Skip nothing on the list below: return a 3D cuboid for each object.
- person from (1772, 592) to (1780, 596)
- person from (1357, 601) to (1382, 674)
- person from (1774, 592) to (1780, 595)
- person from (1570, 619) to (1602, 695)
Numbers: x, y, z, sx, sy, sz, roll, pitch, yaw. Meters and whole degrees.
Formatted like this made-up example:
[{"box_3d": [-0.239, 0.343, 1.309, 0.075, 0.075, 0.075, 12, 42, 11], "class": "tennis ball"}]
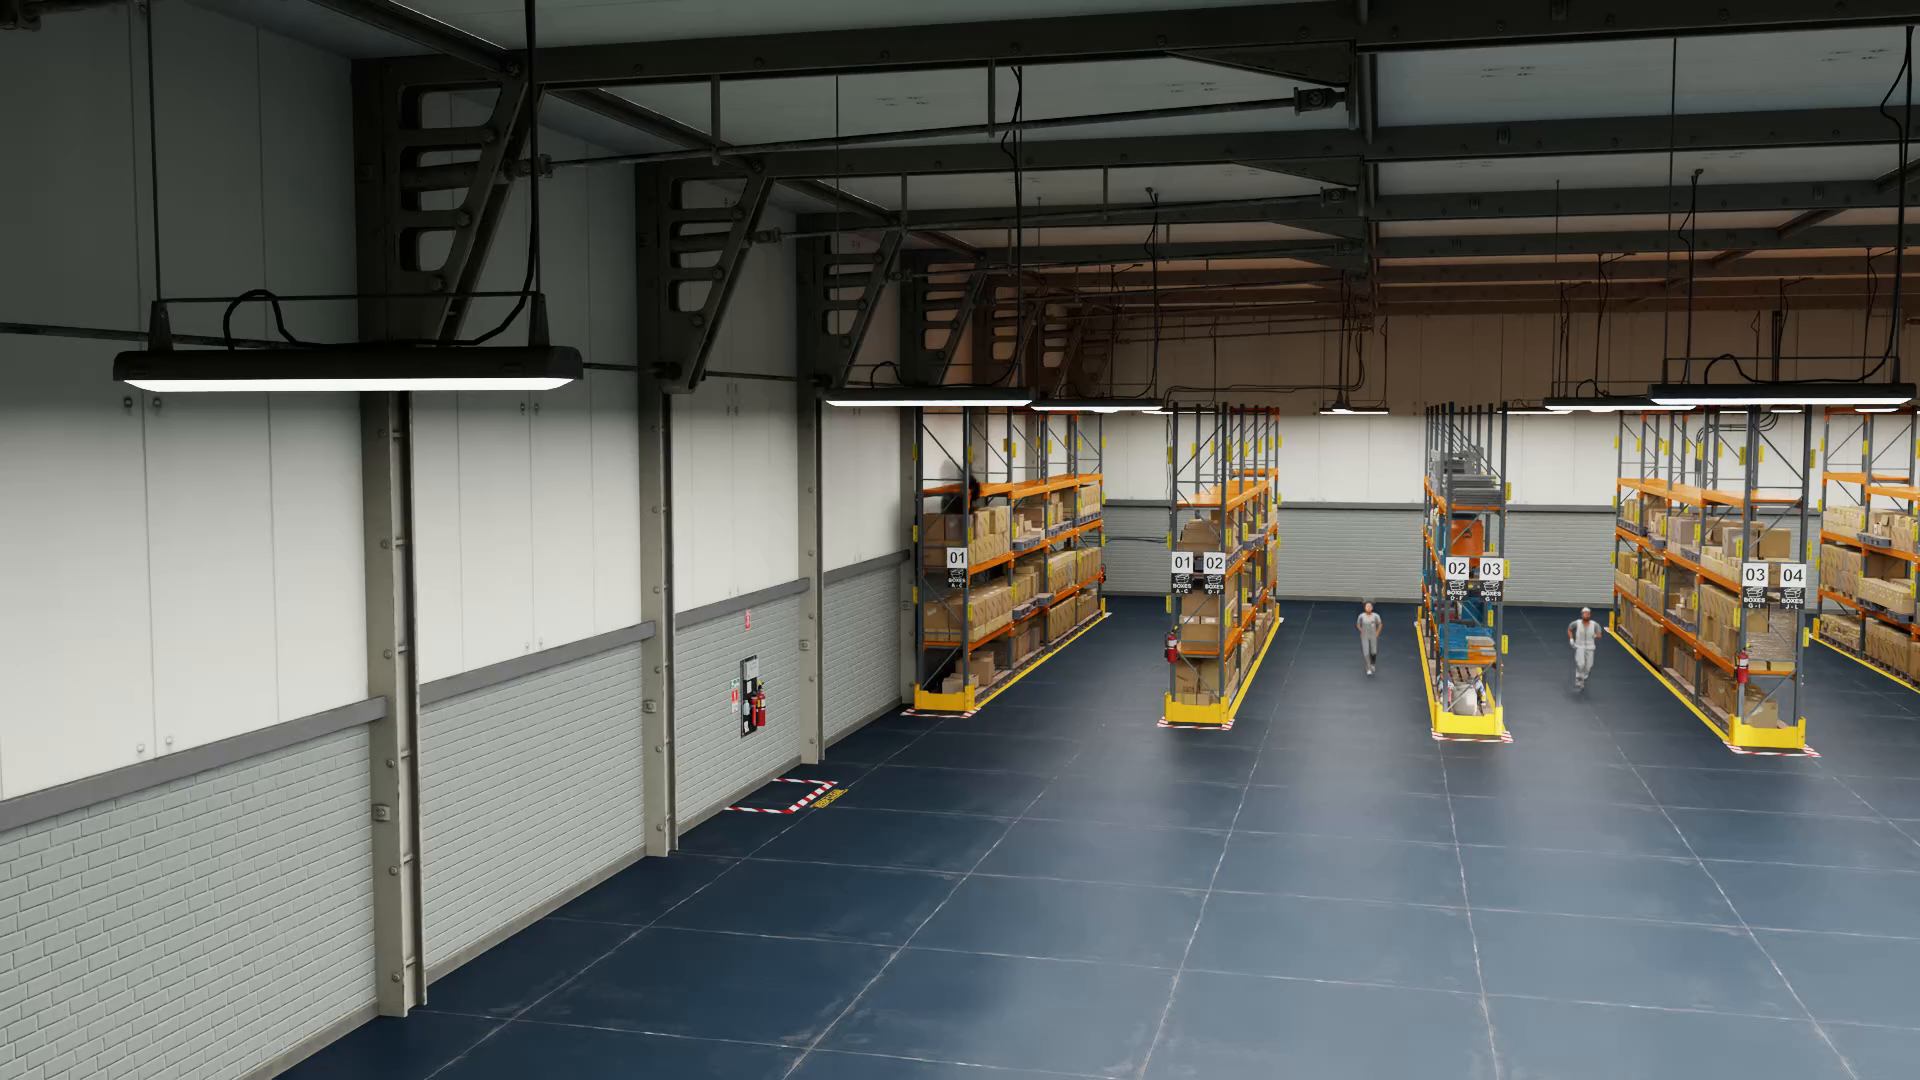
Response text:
[{"box_3d": [20.009, 1.882, 41.048, 0.527, 1.578, 0.863, 1, 4, 8], "class": "person"}, {"box_3d": [9.061, 2.174, 36.824, 0.537, 1.626, 0.598, 1, 4, 15], "class": "person"}, {"box_3d": [20.942, 1.888, 43.083, 0.596, 1.313, 0.508, 3, 5, 36], "class": "person"}, {"box_3d": [13.003, 2.413, 34.561, 0.609, 1.593, 0.768, 1, 4, 10], "class": "person"}]
